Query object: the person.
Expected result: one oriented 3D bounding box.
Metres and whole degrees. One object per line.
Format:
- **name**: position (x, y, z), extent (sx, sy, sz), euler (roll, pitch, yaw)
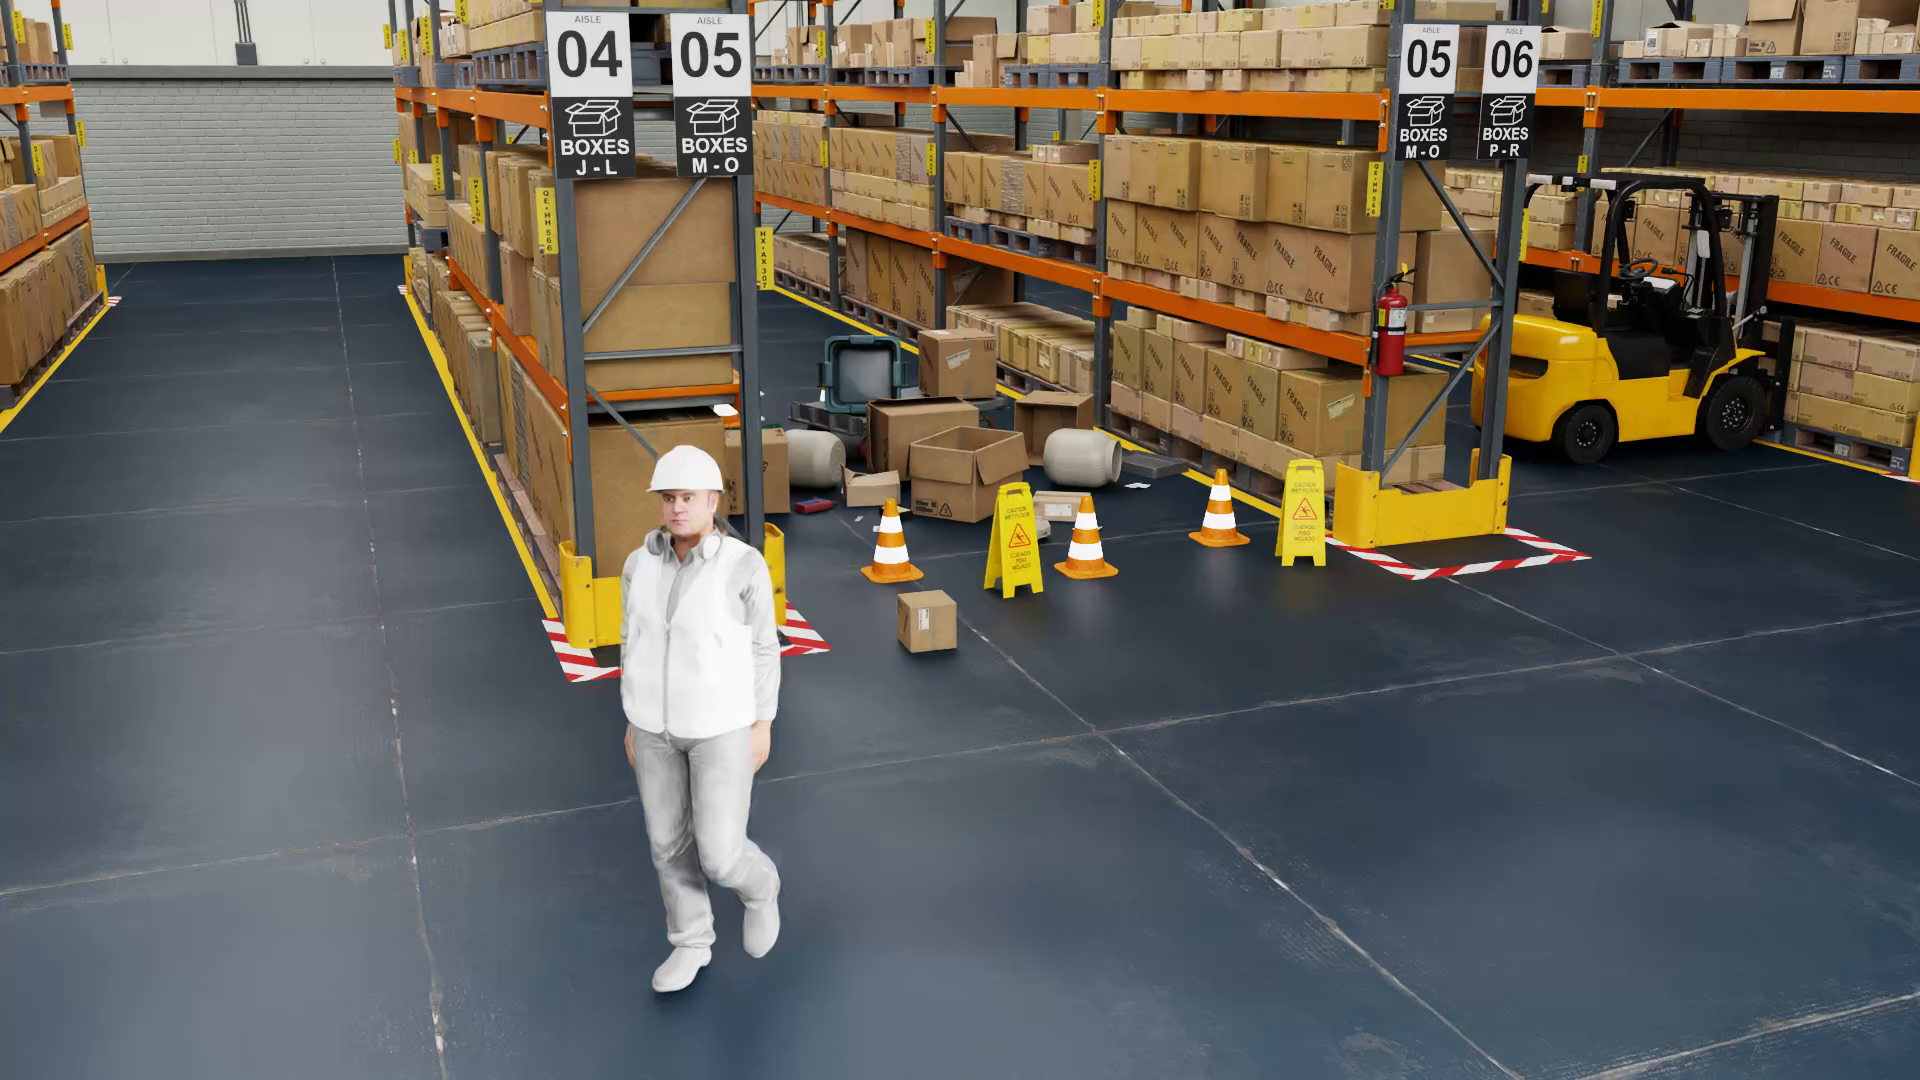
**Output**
- **person**: position (-0.838, 0.568, 5.338), extent (0.534, 1.763, 0.493), euler (5, 16, 18)
